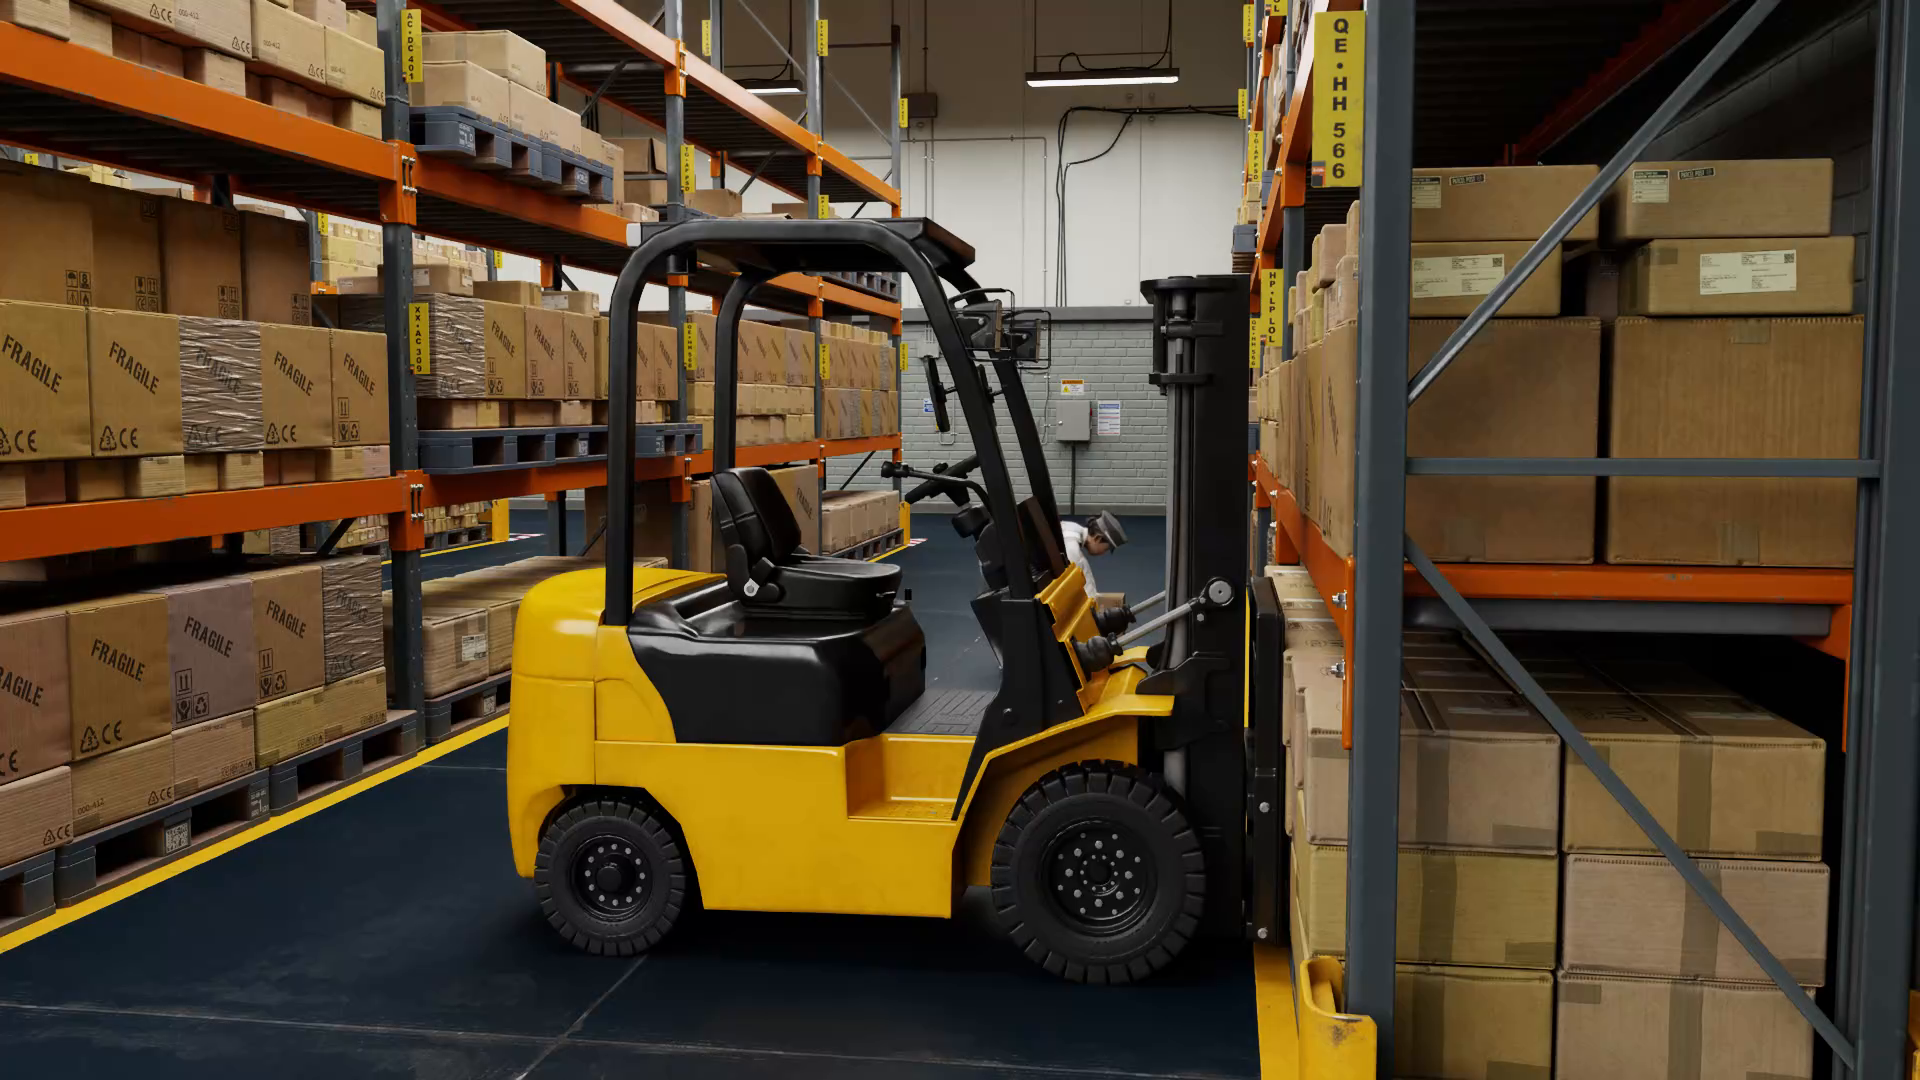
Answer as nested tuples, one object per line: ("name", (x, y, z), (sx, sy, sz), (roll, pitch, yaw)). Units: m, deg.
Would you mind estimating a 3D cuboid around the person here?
("person", (0.577, 0.313, 10.197), (0.919, 0.996, 0.468), (0, 5, 6))
